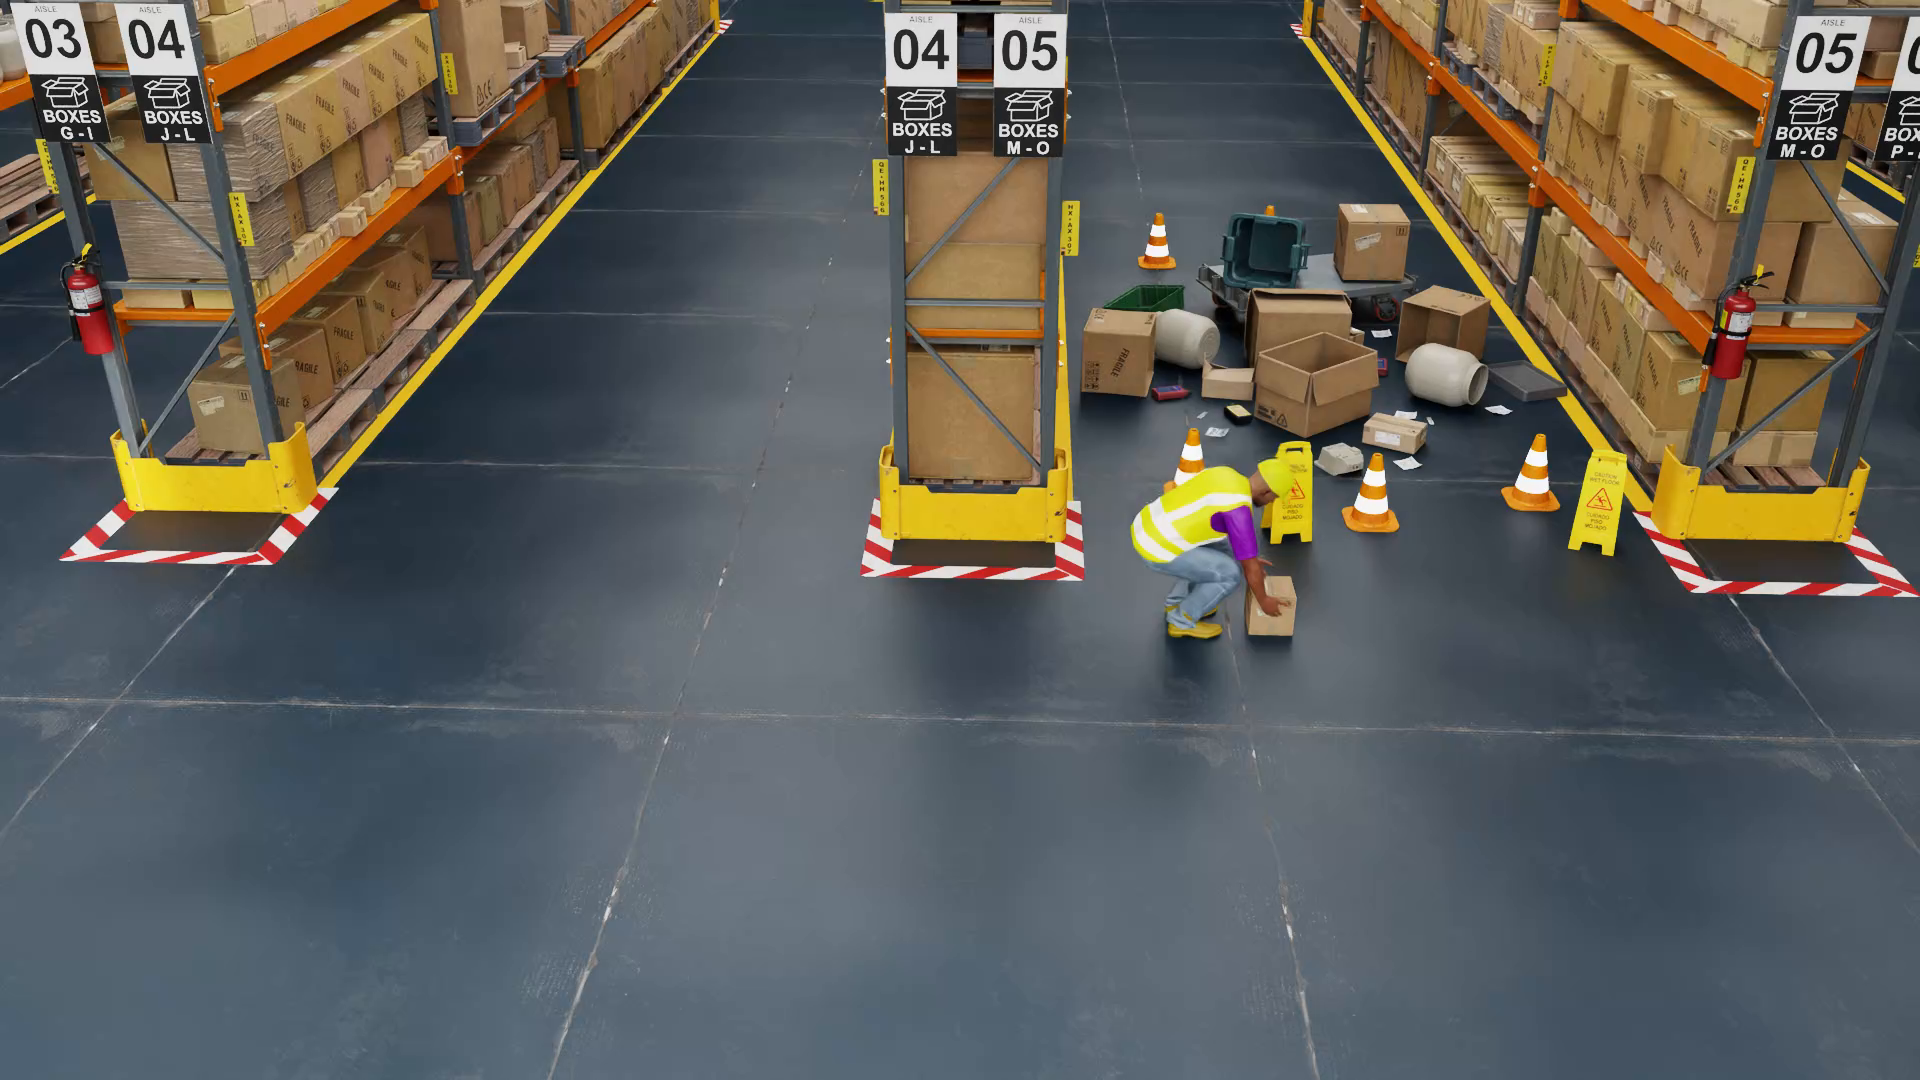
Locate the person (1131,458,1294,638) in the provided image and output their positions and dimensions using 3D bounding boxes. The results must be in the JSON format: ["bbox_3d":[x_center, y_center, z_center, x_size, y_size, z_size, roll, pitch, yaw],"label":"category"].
[{"bbox_3d":[1.406,0.012,9.382,0.887,1.016,0.589,1,28,2],"label":"person"}]
